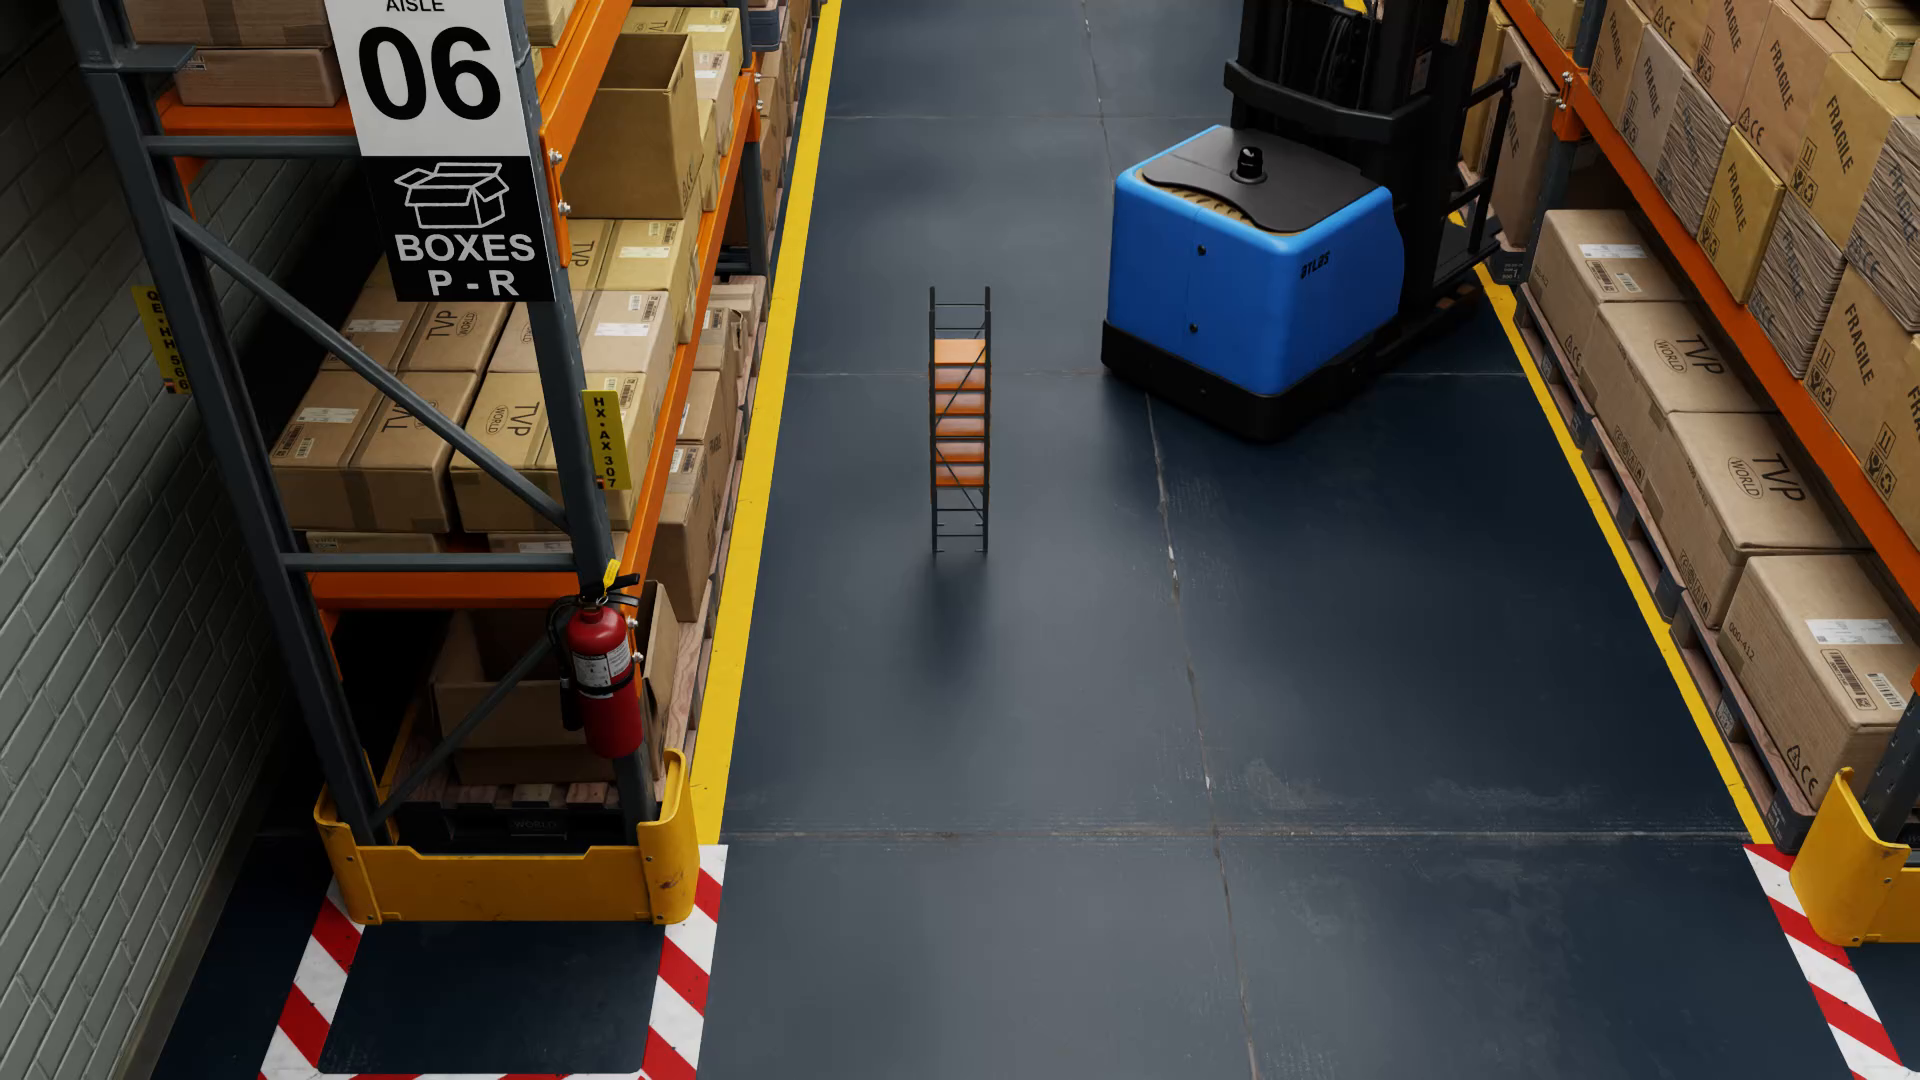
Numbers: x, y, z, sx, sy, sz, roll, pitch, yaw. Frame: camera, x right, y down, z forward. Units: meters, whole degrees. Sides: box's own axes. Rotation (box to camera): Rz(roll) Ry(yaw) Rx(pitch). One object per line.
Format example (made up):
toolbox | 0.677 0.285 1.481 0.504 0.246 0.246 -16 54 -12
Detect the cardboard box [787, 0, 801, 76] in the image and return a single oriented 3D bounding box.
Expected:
cardboard box | -1.299 -3.216 10.528 0.500 0.500 0.500 2 39 2

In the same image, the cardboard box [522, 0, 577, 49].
cardboard box | -1.225 -1.435 4.126 0.500 0.250 0.500 0 39 -1

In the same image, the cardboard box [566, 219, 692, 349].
cardboard box | -1.234 -0.903 5.860 0.500 0.250 0.500 -1 39 -1

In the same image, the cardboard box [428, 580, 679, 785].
cardboard box | -1.404 0.498 5.890 0.797 0.503 0.637 -1 39 -2

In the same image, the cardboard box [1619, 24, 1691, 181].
cardboard box | 3.196 -1.867 7.102 0.500 0.500 0.500 0 39 0

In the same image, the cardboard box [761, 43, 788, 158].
cardboard box | -1.285 -2.567 9.718 0.500 0.500 0.500 -1 39 -1

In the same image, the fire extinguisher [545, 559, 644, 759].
fire extinguisher | -1.036 0.338 4.790 0.296 0.674 0.183 0 39 0

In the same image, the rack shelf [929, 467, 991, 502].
rack shelf | 0.000 -0.255 7.064 0.258 0.103 0.180 0 39 0

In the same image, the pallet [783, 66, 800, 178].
pallet | -1.546 -2.616 10.346 1.003 0.211 1.213 0 39 0

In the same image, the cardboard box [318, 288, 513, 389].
cardboard box | -1.763 -0.597 5.478 0.500 0.250 0.500 0 39 0

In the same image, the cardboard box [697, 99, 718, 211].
cardboard box | -1.256 -1.545 6.661 0.500 0.250 0.500 0 39 0

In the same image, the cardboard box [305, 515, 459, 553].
cardboard box | -1.767 -0.038 5.100 0.380 0.149 0.250 0 39 -1

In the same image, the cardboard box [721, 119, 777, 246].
cardboard box | -1.278 -1.922 8.913 0.500 0.500 0.500 2 39 2

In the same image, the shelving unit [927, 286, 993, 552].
shelving unit | 0.000 -0.477 6.886 0.258 1.200 0.189 0 39 0

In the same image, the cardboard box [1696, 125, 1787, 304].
cardboard box | 3.191 -1.234 6.311 0.500 0.500 0.500 1 39 1

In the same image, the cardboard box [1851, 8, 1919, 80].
cardboard box | 3.208 -1.640 5.499 0.380 0.149 0.250 1 39 1

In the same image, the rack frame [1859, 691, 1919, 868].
rack frame | 3.465 0.065 4.771 1.000 3.000 0.127 0 39 0

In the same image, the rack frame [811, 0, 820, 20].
rack frame | -1.507 -4.932 11.006 1.000 3.000 0.127 0 39 0

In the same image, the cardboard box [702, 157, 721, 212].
cardboard box | -1.202 -1.484 6.905 0.380 0.149 0.250 -1 39 -1

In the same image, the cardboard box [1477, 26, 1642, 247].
cardboard box | 3.380 -2.159 8.909 0.875 0.875 0.875 1 39 1

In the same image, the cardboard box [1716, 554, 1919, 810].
cardboard box | 3.365 0.488 5.955 0.875 0.438 0.875 -1 39 -2

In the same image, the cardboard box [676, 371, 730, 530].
cardboard box | -1.267 -0.366 6.971 0.500 0.500 0.500 1 39 1

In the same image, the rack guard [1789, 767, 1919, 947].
rack guard | 3.466 1.055 5.534 1.175 0.500 0.348 0 39 0

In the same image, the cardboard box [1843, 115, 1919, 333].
cardboard box | 3.197 -0.993 5.210 0.500 0.500 0.500 0 39 0

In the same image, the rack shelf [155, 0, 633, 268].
rack shelf | -1.500 -2.070 5.611 1.077 0.370 4.000 0 39 0

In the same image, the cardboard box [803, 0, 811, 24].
cardboard box | -1.292 -3.856 11.327 0.500 0.500 0.500 1 39 1

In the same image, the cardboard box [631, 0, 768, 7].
cardboard box | -1.280 -2.936 8.100 0.700 0.500 0.500 1 39 1

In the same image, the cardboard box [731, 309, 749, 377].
cardboard box | -1.208 -0.956 7.895 0.396 0.266 0.258 1 39 2

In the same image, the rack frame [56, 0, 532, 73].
rack frame | -1.498 -2.270 2.887 1.000 3.000 0.127 0 39 0

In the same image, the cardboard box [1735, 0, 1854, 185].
cardboard box | 3.201 -1.616 5.989 0.500 0.500 0.500 0 39 0

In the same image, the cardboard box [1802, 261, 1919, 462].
cardboard box | 3.215 -0.590 5.507 0.500 0.500 0.500 -1 39 -1

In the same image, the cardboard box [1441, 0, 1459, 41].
cardboard box | 3.371 -3.283 10.311 0.875 0.875 0.875 0 39 1

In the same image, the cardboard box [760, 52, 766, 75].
cardboard box | -1.303 -2.758 9.437 0.380 0.149 0.250 0 39 0

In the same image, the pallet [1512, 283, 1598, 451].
pallet | 3.384 -0.873 8.170 1.003 0.211 1.213 0 39 0

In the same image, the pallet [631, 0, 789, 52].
pallet | -1.395 -2.856 8.568 1.003 0.211 1.213 0 39 0

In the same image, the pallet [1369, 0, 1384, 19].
pallet | 3.382 -3.357 11.270 1.003 0.211 1.213 0 39 0

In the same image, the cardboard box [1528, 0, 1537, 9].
cardboard box | 3.209 -2.977 8.686 0.500 0.250 0.500 -1 39 -1

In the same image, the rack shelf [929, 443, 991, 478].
rack shelf | 0.000 -0.349 6.989 0.258 0.103 0.180 0 39 0

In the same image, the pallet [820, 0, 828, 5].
pallet | -1.469 -4.359 12.520 1.003 0.211 1.213 0 39 0

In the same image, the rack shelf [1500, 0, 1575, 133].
rack shelf | 3.459 -3.407 9.678 1.077 0.370 4.000 0 39 0

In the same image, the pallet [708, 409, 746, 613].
pallet | -1.499 -0.148 7.266 1.003 0.211 1.213 0 39 0

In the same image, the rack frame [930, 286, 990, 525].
rack frame | 0.000 -0.534 6.957 0.240 1.200 0.006 0 39 0

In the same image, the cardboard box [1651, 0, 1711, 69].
cardboard box | 3.214 -2.252 6.782 0.500 0.500 0.500 -1 39 -1

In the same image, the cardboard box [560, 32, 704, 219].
cardboard box | -1.231 -1.501 6.007 0.500 0.500 0.500 1 39 1

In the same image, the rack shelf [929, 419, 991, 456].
rack shelf | 0.000 -0.443 6.914 0.258 0.103 0.180 0 39 0

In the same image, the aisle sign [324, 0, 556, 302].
aisle sign | -1.204 -0.901 3.897 0.394 0.787 0.004 0 39 0

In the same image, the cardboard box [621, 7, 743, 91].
cardboard box | -1.258 -2.170 7.441 0.500 0.250 0.500 1 39 1

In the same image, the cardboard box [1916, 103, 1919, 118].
cardboard box | 3.197 -1.320 5.100 0.380 0.149 0.250 1 39 1

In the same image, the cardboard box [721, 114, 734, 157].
cardboard box | -1.203 -1.808 7.309 0.380 0.149 0.250 1 39 1

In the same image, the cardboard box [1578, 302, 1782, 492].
cardboard box | 3.356 -0.648 7.373 0.875 0.438 0.875 -1 39 -1

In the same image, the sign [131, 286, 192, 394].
sign | -2.053 -0.517 4.317 0.100 0.325 0.005 0 39 0

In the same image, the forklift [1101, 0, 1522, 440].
forklift | 2.087 -2.432 7.941 1.130 2.935 3.031 31 48 33

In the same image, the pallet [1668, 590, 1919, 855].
pallet | 3.386 0.653 6.266 1.003 0.211 1.213 0 39 0

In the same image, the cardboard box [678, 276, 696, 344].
cardboard box | -1.176 -0.843 6.104 0.380 0.149 0.250 -1 39 -1

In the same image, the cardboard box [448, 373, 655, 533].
cardboard box | -1.229 -0.271 5.071 0.500 0.250 0.500 0 39 0

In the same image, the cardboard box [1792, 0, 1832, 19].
cardboard box | 3.185 -1.969 5.910 0.380 0.149 0.250 0 39 0
